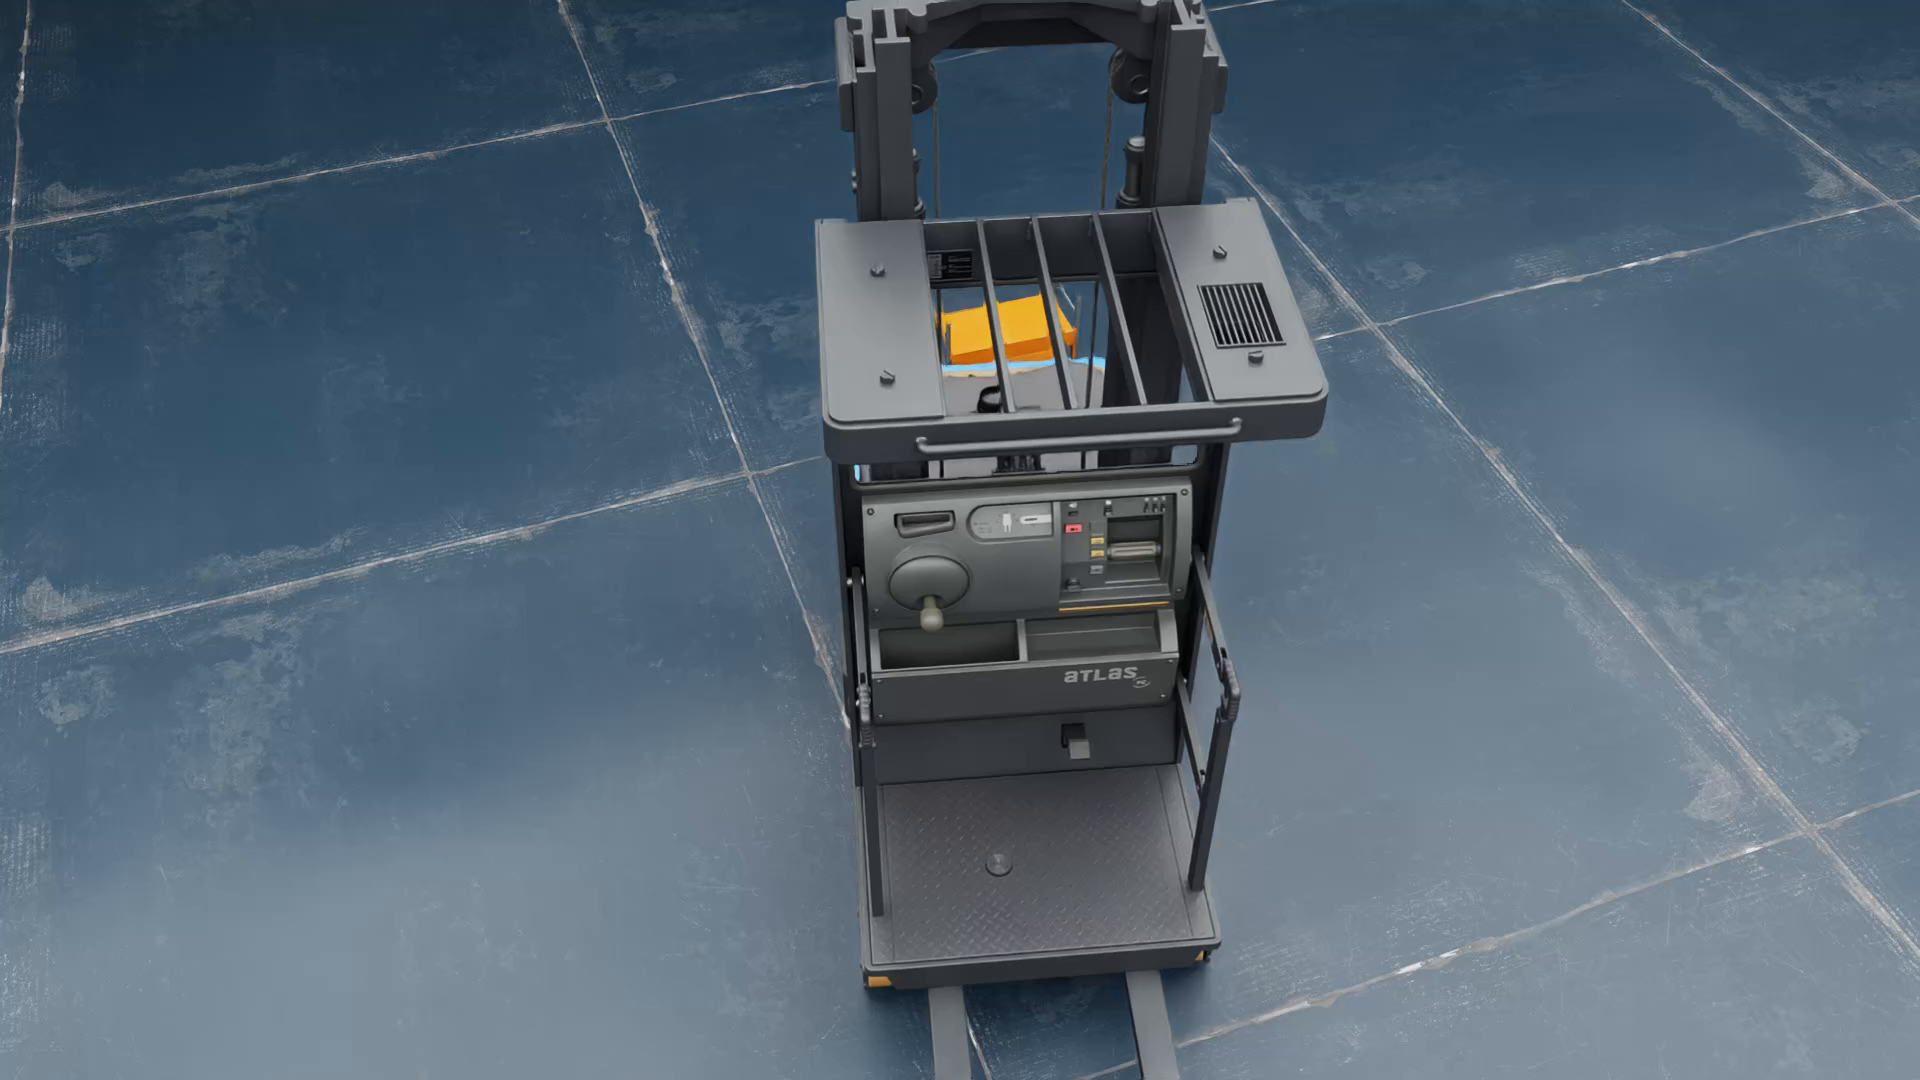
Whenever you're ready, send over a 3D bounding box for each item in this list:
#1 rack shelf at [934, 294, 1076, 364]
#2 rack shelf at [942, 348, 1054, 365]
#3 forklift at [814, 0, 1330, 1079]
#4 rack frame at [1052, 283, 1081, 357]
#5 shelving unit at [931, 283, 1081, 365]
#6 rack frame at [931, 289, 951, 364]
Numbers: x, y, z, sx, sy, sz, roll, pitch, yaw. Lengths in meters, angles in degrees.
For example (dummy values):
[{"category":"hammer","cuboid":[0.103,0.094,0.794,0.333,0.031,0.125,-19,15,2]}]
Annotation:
[{"category":"rack shelf","cuboid":[0.155,-0.747,6.092,0.480,0.148,0.258,-13,47,-13]},{"category":"rack shelf","cuboid":[0.155,-0.580,6.260,0.480,0.148,0.258,-13,47,-13]},{"category":"forklift","cuboid":[0.214,0.134,4.547,1.130,2.935,3.031,-4,45,-4]},{"category":"rack frame","cuboid":[0.387,-0.522,6.424,0.015,1.200,0.240,-13,47,-13]},{"category":"shelving unit","cuboid":[0.155,-0.469,6.371,0.503,1.200,0.258,-13,47,-13]},{"category":"rack frame","cuboid":[-0.077,-0.416,6.318,0.015,1.200,0.240,-13,47,-13]}]
